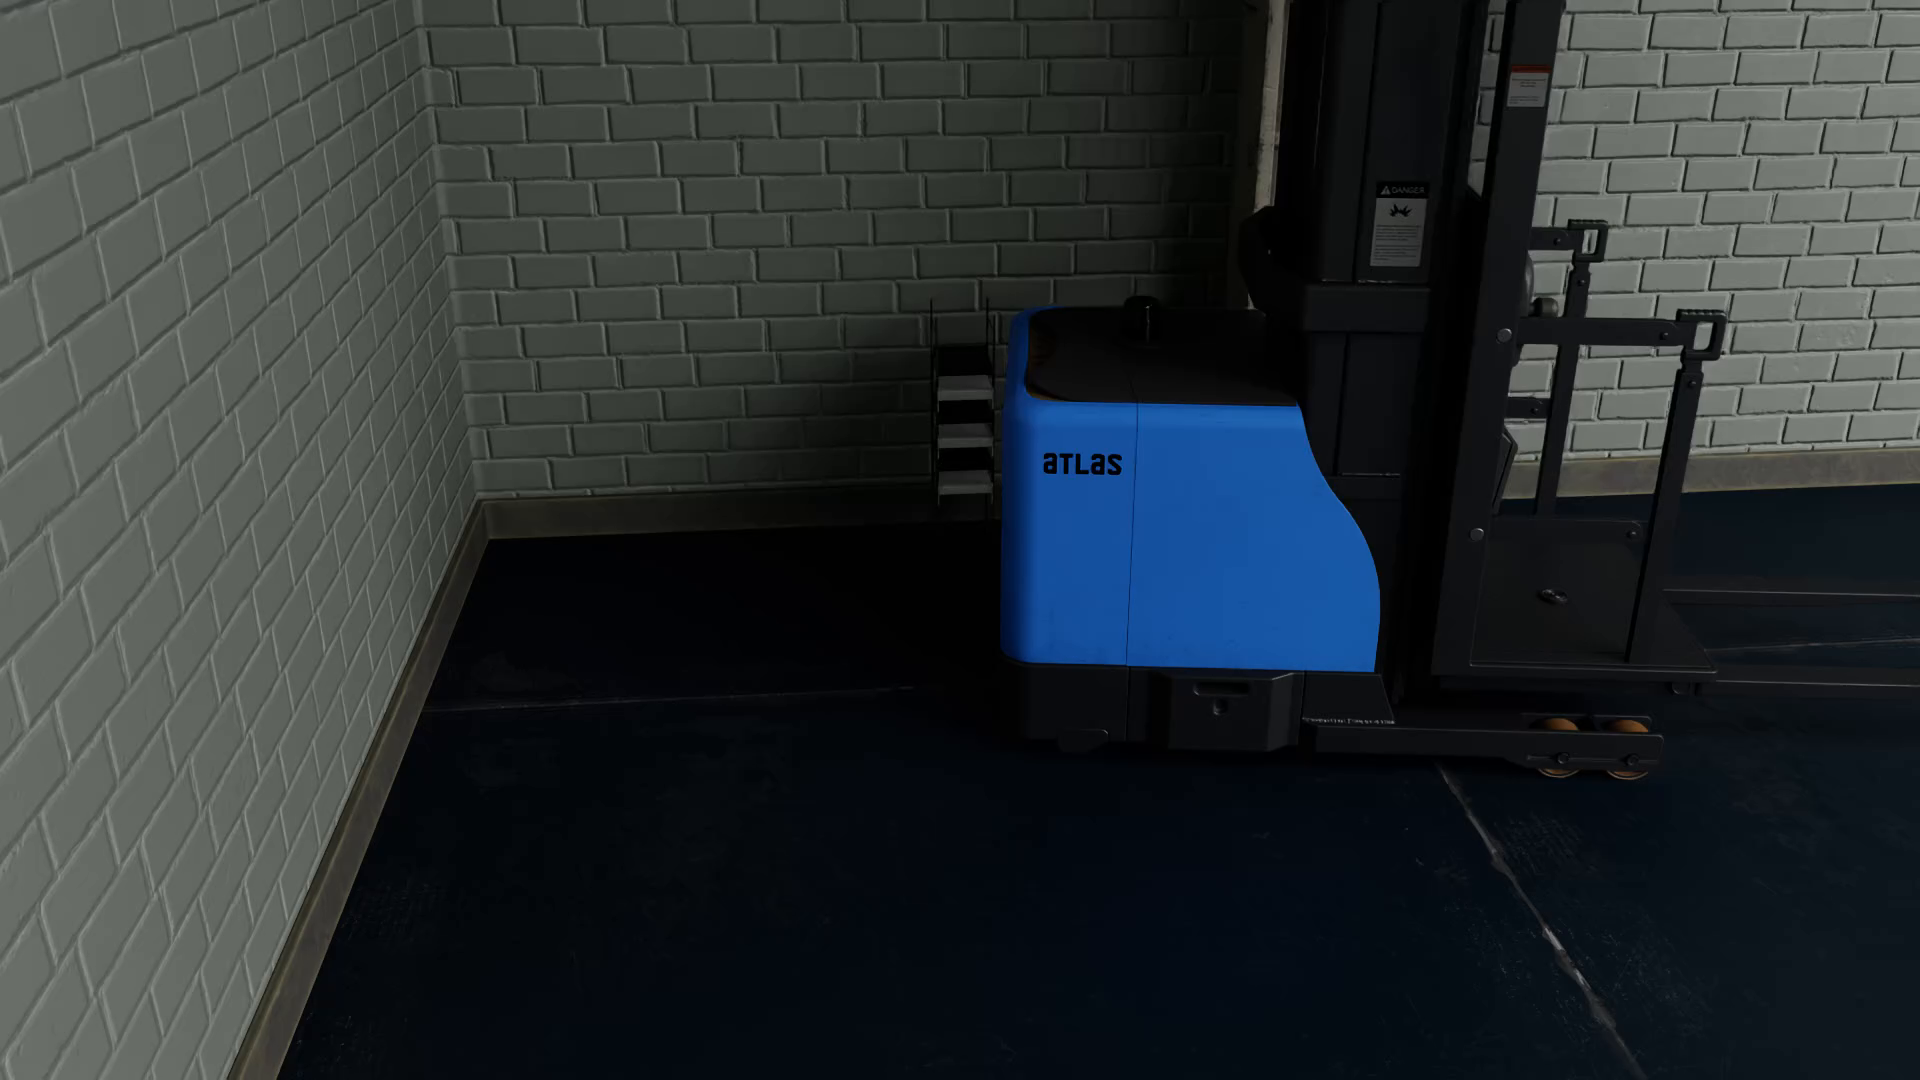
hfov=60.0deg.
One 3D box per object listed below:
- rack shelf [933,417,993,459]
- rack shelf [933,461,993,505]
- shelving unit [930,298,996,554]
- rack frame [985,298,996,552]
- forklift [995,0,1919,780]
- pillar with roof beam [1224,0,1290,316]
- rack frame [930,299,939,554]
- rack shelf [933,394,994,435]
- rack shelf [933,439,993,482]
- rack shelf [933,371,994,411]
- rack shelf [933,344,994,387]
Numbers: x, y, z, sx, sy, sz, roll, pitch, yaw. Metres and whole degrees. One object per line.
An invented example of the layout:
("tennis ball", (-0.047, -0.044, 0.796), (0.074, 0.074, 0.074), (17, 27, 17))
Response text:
("rack shelf", (0.008, -0.381, 6.081), (0.200, 0.077, 0.258), (-2, 24, -5))
("rack shelf", (0.008, -0.217, 6.155), (0.200, 0.077, 0.258), (-2, 24, -5))
("shelving unit", (0.008, -0.412, 6.068), (0.210, 0.900, 0.258), (-2, 24, -5))
("rack frame", (0.109, -0.416, 6.077), (0.006, 0.900, 0.240), (-2, 24, -5))
("forklift", (1.638, -0.882, 4.625), (3.031, 2.935, 1.130), (1, 24, 3))
("pillar with roof beam", (1.620, -2.446, 0.675), (0.400, 9.000, 9.100), (-2, 24, -5))
("rack frame", (-0.093, -0.407, 6.059), (0.006, 0.900, 0.240), (-2, 24, -5))
("rack shelf", (0.008, -0.463, 6.045), (0.200, 0.077, 0.258), (-2, 24, -5))
("rack shelf", (0.008, -0.299, 6.118), (0.200, 0.077, 0.258), (-2, 24, -5))
("rack shelf", (0.008, -0.546, 6.008), (0.200, 0.077, 0.258), (-2, 24, -5))
("rack shelf", (0.008, -0.628, 5.972), (0.200, 0.077, 0.258), (-2, 24, -5))
